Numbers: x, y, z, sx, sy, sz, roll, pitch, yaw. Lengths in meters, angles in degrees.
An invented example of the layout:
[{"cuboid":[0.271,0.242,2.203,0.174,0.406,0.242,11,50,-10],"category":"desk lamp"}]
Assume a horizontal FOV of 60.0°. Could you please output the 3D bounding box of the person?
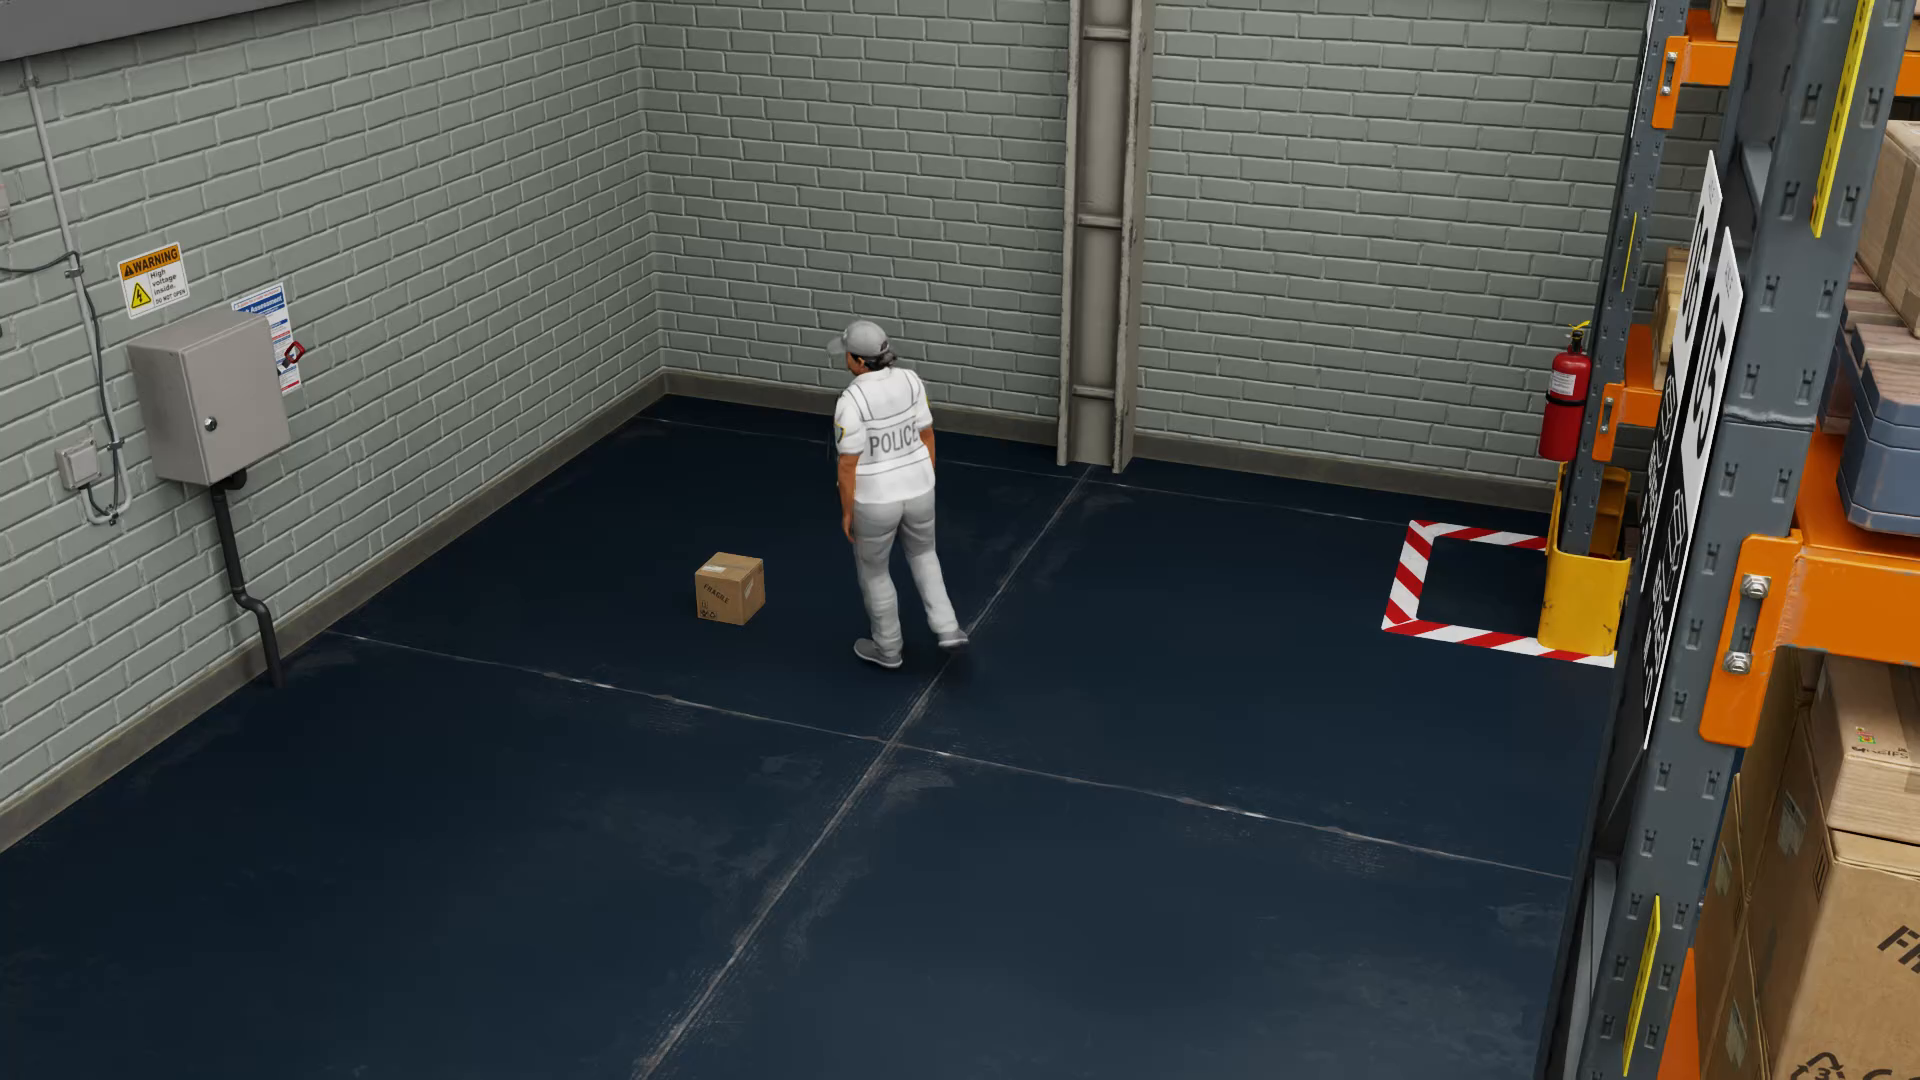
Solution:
[{"cuboid":[-0.274,-0.167,7.449,0.553,1.661,0.594,-17,31,-32],"category":"person"}]
